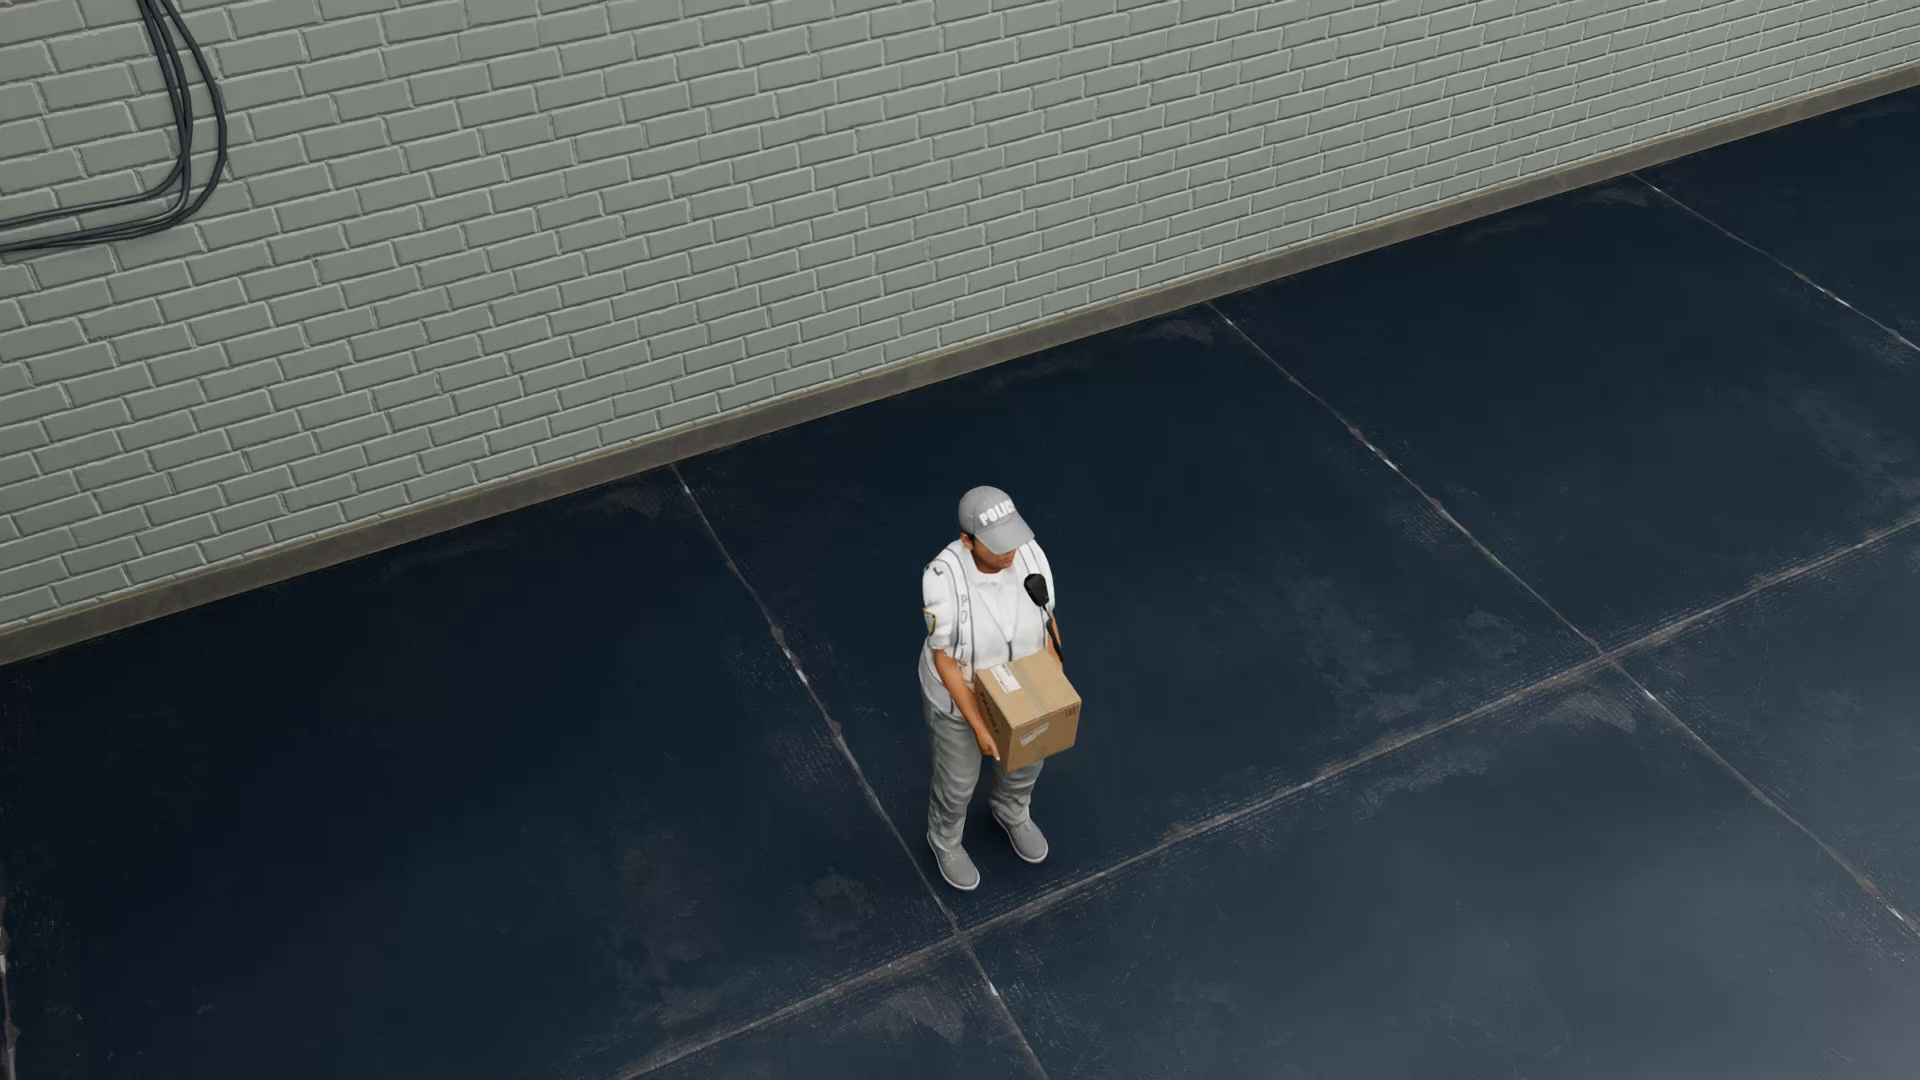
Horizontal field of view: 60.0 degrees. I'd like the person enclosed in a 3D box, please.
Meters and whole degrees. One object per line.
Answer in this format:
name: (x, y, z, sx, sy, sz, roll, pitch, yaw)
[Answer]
person: (0.125, 0.538, 5.557, 0.452, 1.662, 0.539, -19, 45, -20)
